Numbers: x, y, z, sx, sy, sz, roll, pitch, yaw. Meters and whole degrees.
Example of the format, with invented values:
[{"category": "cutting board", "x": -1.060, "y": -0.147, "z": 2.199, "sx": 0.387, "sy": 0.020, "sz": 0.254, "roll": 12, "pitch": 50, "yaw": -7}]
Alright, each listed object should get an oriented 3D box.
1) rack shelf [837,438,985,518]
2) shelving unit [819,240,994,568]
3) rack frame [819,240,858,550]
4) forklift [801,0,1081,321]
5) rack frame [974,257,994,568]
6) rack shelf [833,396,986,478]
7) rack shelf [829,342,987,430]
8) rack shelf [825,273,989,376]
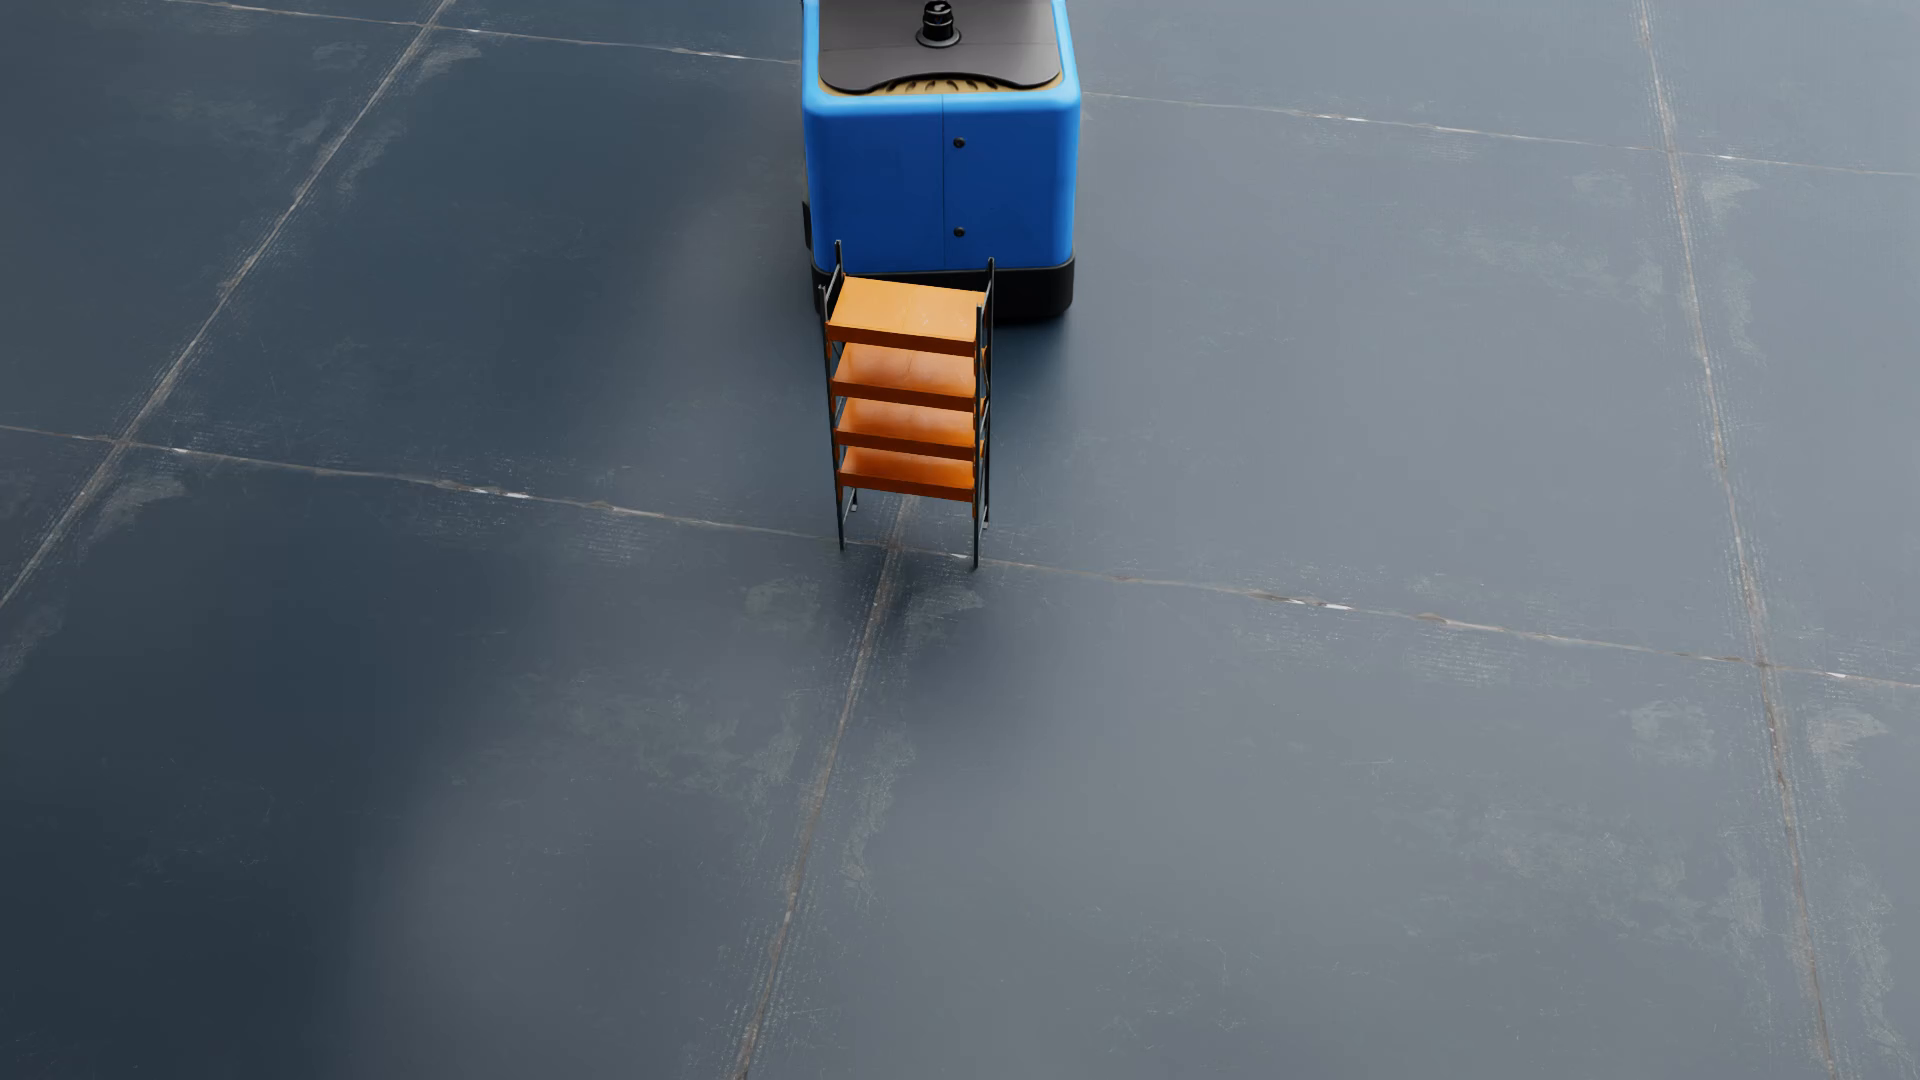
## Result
[{"category": "rack shelf", "x": -0.163, "y": -0.245, "z": 5.770, "sx": 0.480, "sy": 0.148, "sz": 0.258, "roll": 8, "pitch": 49, "yaw": 7}, {"category": "shelving unit", "x": -0.163, "y": -0.423, "z": 5.572, "sx": 0.503, "sy": 1.200, "sz": 0.258, "roll": 8, "pitch": 49, "yaw": 7}, {"category": "rack frame", "x": -0.403, "y": -0.455, "z": 5.601, "sx": 0.015, "sy": 1.200, "sz": 0.240, "roll": 8, "pitch": 49, "yaw": 7}, {"category": "forklift", "x": -0.140, "y": -2.946, "z": 6.676, "sx": 1.130, "sy": 2.935, "sz": 3.031, "roll": -2, "pitch": 48, "yaw": -2}, {"category": "rack frame", "x": 0.077, "y": -0.391, "z": 5.543, "sx": 0.015, "sy": 1.200, "sz": 0.240, "roll": 8, "pitch": 49, "yaw": 7}, {"category": "rack shelf", "x": -0.163, "y": -0.378, "z": 5.622, "sx": 0.480, "sy": 0.148, "sz": 0.258, "roll": 8, "pitch": 49, "yaw": 7}, {"category": "rack shelf", "x": -0.163, "y": -0.527, "z": 5.456, "sx": 0.480, "sy": 0.148, "sz": 0.258, "roll": 8, "pitch": 49, "yaw": 7}, {"category": "rack shelf", "x": -0.163, "y": -0.686, "z": 5.280, "sx": 0.480, "sy": 0.148, "sz": 0.258, "roll": 8, "pitch": 49, "yaw": 7}]
